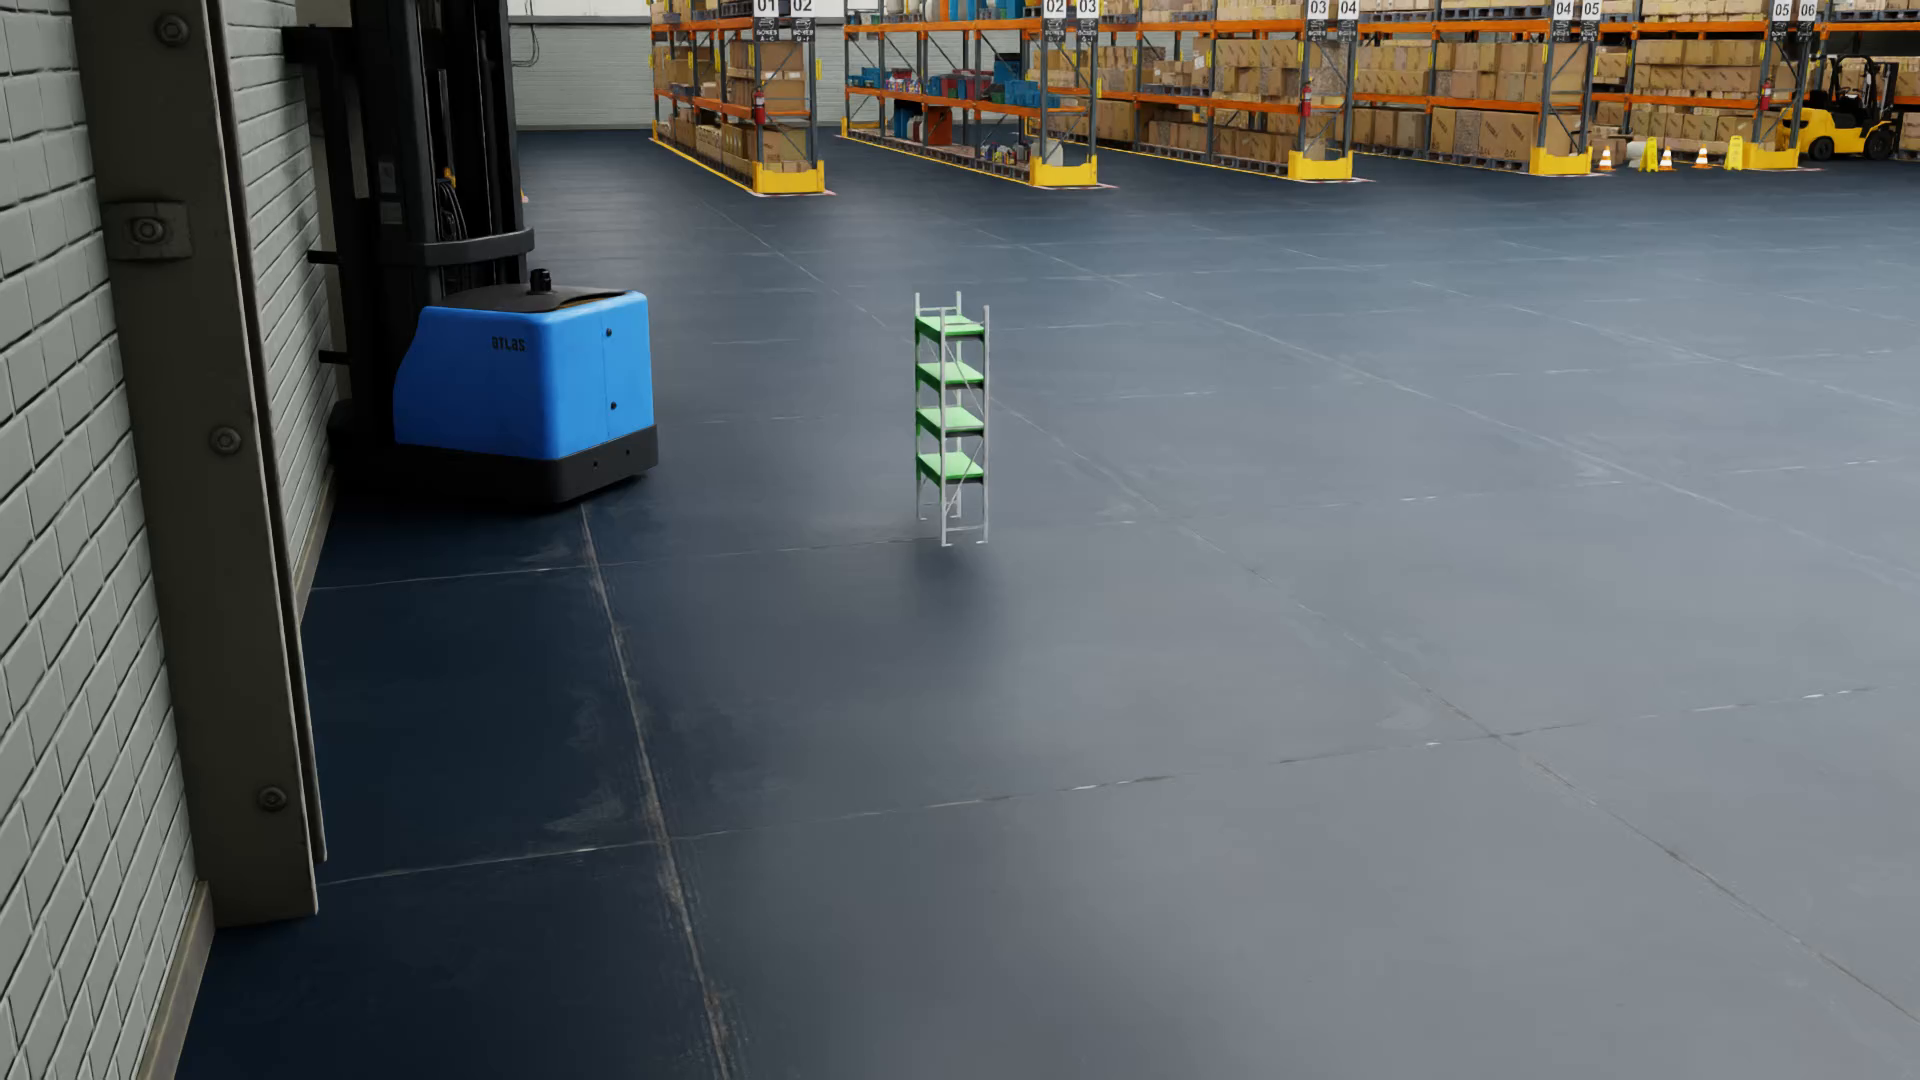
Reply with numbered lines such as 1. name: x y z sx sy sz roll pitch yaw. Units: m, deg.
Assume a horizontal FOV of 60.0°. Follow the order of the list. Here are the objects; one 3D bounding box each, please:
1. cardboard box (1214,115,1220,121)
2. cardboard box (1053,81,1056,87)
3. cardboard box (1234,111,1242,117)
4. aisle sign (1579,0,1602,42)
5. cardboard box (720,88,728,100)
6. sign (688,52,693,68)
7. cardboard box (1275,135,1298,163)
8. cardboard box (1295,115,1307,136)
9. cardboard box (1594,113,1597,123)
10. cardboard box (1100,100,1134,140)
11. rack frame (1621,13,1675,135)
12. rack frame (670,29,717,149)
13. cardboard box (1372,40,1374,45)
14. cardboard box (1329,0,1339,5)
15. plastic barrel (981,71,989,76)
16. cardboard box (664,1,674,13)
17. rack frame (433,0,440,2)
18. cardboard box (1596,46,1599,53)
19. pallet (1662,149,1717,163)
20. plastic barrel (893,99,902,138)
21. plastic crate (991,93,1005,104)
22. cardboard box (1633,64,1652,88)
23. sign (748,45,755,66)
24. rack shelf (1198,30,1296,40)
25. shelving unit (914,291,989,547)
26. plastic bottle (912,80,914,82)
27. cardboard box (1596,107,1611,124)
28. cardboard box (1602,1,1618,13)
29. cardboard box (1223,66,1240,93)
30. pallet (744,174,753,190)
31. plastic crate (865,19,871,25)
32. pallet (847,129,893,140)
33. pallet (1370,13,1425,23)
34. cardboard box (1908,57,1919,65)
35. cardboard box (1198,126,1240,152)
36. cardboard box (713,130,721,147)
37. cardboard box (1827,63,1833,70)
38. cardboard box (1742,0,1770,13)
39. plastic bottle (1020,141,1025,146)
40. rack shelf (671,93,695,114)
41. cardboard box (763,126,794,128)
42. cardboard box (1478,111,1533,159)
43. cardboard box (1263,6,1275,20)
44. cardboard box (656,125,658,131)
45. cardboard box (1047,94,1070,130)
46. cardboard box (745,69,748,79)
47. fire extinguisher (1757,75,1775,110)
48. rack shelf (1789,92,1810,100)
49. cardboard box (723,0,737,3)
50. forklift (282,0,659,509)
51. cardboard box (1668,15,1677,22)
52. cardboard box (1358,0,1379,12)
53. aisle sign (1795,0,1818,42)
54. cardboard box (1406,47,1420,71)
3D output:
1. cardboard box: 7.081 -11.462 45.103 0.380 0.149 0.250 -4 17 -14
2. cardboard box: 2.595 -11.692 42.598 0.380 0.149 0.250 -5 17 -16
3. cardboard box: 7.453 -11.242 43.857 0.380 0.149 0.250 -6 18 -18
4. aisle sign: 11.750 -9.692 30.986 0.394 0.787 0.004 -5 17 -15
5. cardboard box: -4.398 -8.568 31.994 0.396 0.266 0.258 -5 17 -17
6. sign: -5.599 -9.981 34.590 0.100 0.325 0.005 -5 17 -15
7. cardboard box: 6.292 -7.420 31.554 0.500 0.500 0.500 0 17 -1
8. cardboard box: 8.511 -10.110 40.511 0.500 0.500 0.500 -6 18 -18
9. cardboard box: 17.693 -11.690 46.099 0.500 0.311 0.500 -4 17 -13
10. cardboard box: 4.039 -9.915 39.210 1.225 0.875 0.875 -5 17 -15
11. rack frame: 15.074 -9.969 36.426 1.000 3.000 0.127 -5 17 -15
12. rack frame: -6.179 -10.616 38.580 1.000 3.000 0.127 -5 17 -15
13. cardboard box: 11.709 -13.858 46.332 0.380 0.149 0.250 -4 17 -14
14. cardboard box: 6.792 -9.729 29.981 0.380 0.149 0.250 -5 17 -16
15. plastic barrel: 0.530 -9.344 34.109 0.433 0.535 0.433 0 17 0
16. cardboard box: -6.573 -12.333 38.475 0.500 0.250 0.500 -5 17 -15
17. rack frame: -7.643 -9.777 25.360 1.000 3.000 0.127 -5 17 -15
18. cardboard box: 14.430 -11.045 37.458 0.380 0.149 0.250 -5 18 -18
19. pallet: 15.632 -8.112 35.092 1.003 0.211 1.213 -5 17 -15
20. plastic barrel: -1.282 -10.051 39.617 0.600 0.901 0.708 -5 17 -15
21. plastic crate: 0.885 -8.295 31.220 0.450 0.188 0.662 -5 17 -15
22. cardboard box: 14.927 -10.016 35.890 0.500 0.500 0.500 -5 17 -15
23. sign: -3.406 -7.926 27.199 0.100 0.325 0.005 -5 17 -15
24. rack shelf: 7.594 -13.408 43.910 1.077 0.370 4.000 -5 17 -15
25. shelving unit: -0.045 -0.620 8.432 0.258 1.200 0.503 -5 17 -15
26. plastic bottle: -1.063 -10.301 37.735 0.061 0.283 0.133 -5 17 -15
27. cardboard box: 17.564 -11.428 44.897 0.500 0.500 0.500 -4 17 -13
28. cardboard box: 14.640 -11.825 36.922 0.500 0.250 0.500 -4 17 -15
29. cardboard box: 5.714 -9.105 32.860 0.875 0.500 0.500 -5 17 -15
30. pallet: -3.131 -6.170 28.624 1.003 0.211 1.213 -5 17 -15
31. plastic crate: -2.130 -12.639 40.558 0.293 0.136 0.466 -5 17 -15
32. pallet: -2.325 -10.547 43.196 1.003 0.211 1.213 -5 17 -15
33. pallet: 9.781 -11.519 36.701 1.003 0.211 1.213 -4 17 -13
34. cardboard box: 20.273 -10.114 35.088 0.380 0.149 0.250 -4 17 -14
35. cardboard box: 5.398 -8.371 34.685 0.700 0.500 0.500 -6 18 -20
36. cardboard box: -4.516 -7.789 32.243 0.500 0.311 0.500 -4 17 -14
37. cardboard box: 19.680 -10.612 37.265 0.380 0.149 0.250 -5 17 -16
38. cardboard box: 15.774 -10.490 32.690 0.500 0.250 0.500 -5 17 -16
39. plastic bottle: 1.238 -7.581 32.314 0.144 0.351 0.185 -5 17 -17
40. rack shelf: -5.629 -9.718 36.842 1.077 0.370 4.000 -5 17 -15
41. cardboard box: -3.224 -7.121 29.692 0.500 0.500 0.500 -5 17 -15
42. cardboard box: 10.948 -8.052 33.008 0.875 0.875 0.875 -5 17 -16
43. cardboard box: 5.996 -9.837 31.034 0.500 0.250 0.500 -4 17 -14
44. cardboard box: -7.493 -10.425 42.135 0.380 0.149 0.250 -5 17 -15
45. cardboard box: 2.751 -11.266 43.707 0.875 0.875 0.875 -5 17 -15
46. cardboard box: -3.526 -8.104 28.916 0.380 0.149 0.250 -4 17 -14
47. fire extinguisher: 15.762 -8.757 32.527 0.296 0.674 0.183 -5 17 -15
48. rack shelf: 19.296 -10.571 39.681 1.077 0.370 4.000 -5 17 -15
49. cardboard box: -3.947 -9.756 29.684 0.500 0.311 0.500 -6 18 -18
50. forklift: -3.314 -1.830 9.451 3.031 2.935 1.130 7 18 23
51. cardboard box: 15.147 -10.971 34.983 0.380 0.149 0.250 -4 17 -14
52. cardboard box: 9.231 -12.081 37.495 0.500 0.311 0.500 -5 17 -15
53. aisle sign: 16.489 -10.115 32.393 0.394 0.787 0.004 -5 17 -15
54. cardboard box: 10.057 -10.355 35.800 0.700 0.500 0.500 -5 17 -16
